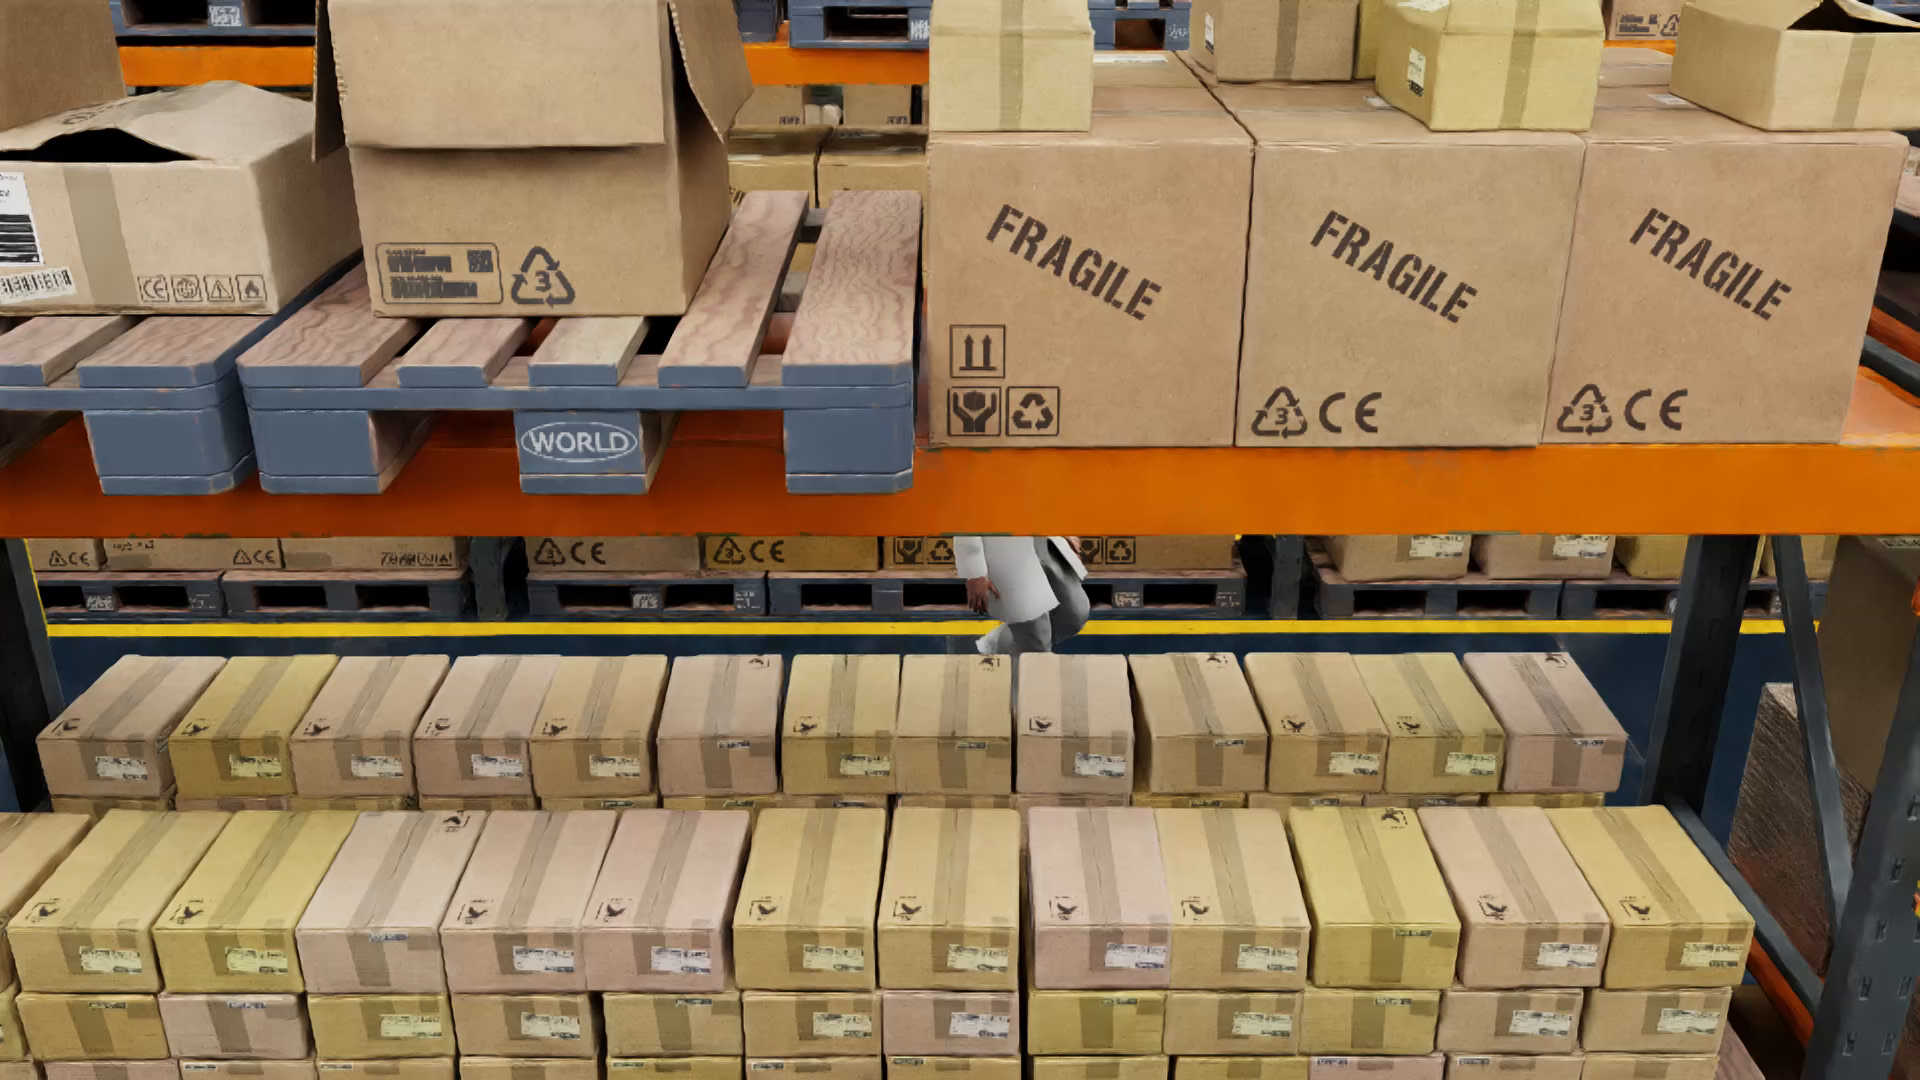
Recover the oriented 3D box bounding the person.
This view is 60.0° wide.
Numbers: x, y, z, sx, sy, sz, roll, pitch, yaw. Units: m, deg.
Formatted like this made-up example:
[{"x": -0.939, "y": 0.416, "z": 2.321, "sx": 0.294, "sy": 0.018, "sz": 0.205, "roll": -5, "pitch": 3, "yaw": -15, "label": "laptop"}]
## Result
[{"x": 0.242, "y": 0.059, "z": 6.997, "sx": 0.596, "sy": 1.755, "sz": 0.652, "roll": 14, "pitch": 28, "yaw": 30, "label": "person"}]
